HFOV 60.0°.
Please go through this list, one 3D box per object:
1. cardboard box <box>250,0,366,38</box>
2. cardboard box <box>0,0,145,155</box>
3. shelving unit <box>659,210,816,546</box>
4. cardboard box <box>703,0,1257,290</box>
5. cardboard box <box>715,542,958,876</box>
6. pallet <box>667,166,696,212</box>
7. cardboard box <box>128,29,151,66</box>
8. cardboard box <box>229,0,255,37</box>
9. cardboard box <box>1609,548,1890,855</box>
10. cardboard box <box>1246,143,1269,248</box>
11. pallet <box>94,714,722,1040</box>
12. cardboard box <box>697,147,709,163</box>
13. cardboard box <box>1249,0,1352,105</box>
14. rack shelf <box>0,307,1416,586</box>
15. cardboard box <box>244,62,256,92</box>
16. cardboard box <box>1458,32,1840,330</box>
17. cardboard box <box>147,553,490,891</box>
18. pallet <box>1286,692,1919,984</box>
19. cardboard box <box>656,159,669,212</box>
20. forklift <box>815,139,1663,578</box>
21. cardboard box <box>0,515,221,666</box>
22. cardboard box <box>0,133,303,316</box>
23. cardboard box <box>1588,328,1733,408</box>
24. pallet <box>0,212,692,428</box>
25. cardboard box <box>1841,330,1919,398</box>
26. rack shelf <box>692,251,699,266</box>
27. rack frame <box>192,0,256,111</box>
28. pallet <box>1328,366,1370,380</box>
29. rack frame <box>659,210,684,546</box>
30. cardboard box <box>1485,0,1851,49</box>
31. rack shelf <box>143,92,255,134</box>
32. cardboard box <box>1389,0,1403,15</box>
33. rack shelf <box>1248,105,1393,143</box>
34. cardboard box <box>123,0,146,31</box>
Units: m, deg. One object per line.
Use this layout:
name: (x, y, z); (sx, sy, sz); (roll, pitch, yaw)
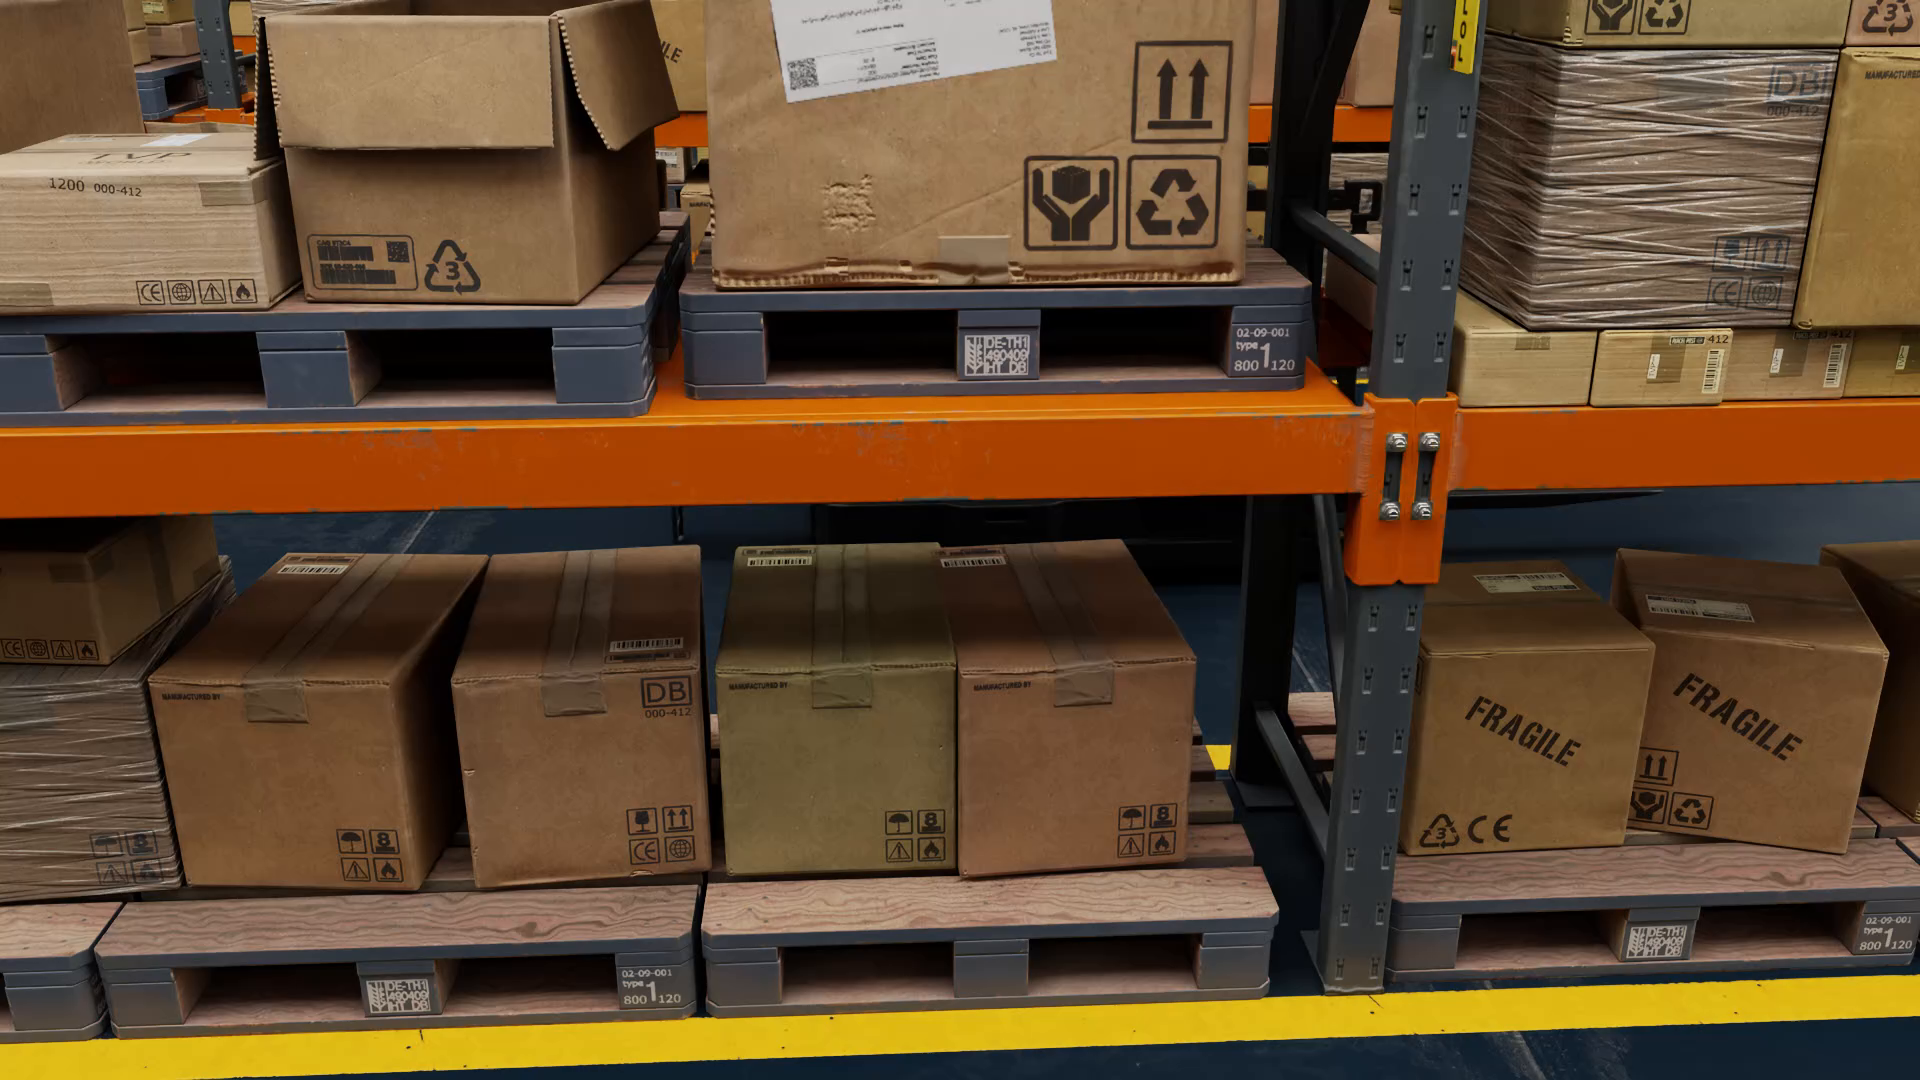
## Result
cardboard box: (-2.896, -2.247, 7.666); (0.500, 0.500, 0.500); (-1, 21, -2)
cardboard box: (-2.089, -0.838, 3.376); (0.500, 0.500, 0.700); (2, 21, 5)
shelving unit: (-0.777, -0.539, 5.850); (0.503, 1.200, 0.258); (-2, 21, -4)
cardboard box: (0.014, -1.114, 3.399); (1.000, 1.000, 1.000); (-1, 21, -3)
cardboard box: (-0.276, 0.366, 3.838); (0.500, 0.500, 0.700); (-1, 21, -3)
pallet: (-1.748, -2.779, 13.124); (1.213, 0.211, 1.003); (-1, 21, -3)
cardboard box: (-3.826, -2.193, 7.427); (0.250, 0.149, 0.380); (-1, 21, -2)
cardboard box: (-5.246, -3.850, 12.229); (0.500, 0.250, 0.500); (-1, 21, -4)
cardboard box: (1.789, 0.359, 3.884); (0.500, 0.500, 0.500); (5, 22, 14)
cardboard box: (1.265, -1.559, 8.397); (0.875, 0.875, 0.875); (-1, 21, -2)
pallet: (-1.182, 0.741, 3.878); (1.213, 0.211, 1.003); (-1, 21, -3)
cardboard box: (-1.685, -3.051, 13.021); (0.625, 0.372, 0.950); (0, 21, -1)
cardboard box: (1.549, -2.469, 8.180); (0.550, 0.550, 0.875); (-1, 21, -3)
rack shelf: (-1.181, -0.227, 3.514); (4.000, 0.370, 1.077); (-1, 21, -3)
cardboard box: (-5.329, -3.245, 12.826); (0.875, 0.875, 0.875); (-1, 21, -2)
cardboard box: (1.268, -0.777, 3.388); (0.500, 0.500, 0.875); (-1, 21, -3)
cardboard box: (-1.391, 0.389, 3.778); (0.500, 0.500, 0.700); (1, 21, 1)
pallet: (1.484, 0.673, 4.057); (1.213, 0.211, 1.003); (-1, 21, -3)
cardboard box: (-1.874, -1.431, 8.236); (0.750, 0.750, 1.050); (-1, 21, -2)
forklift: (0.988, -1.415, 5.718); (3.031, 2.935, 1.130); (-2, 21, -4)
cardboard box: (-1.982, 0.051, 3.613); (0.500, 0.250, 0.500); (1, 21, 3)
cardboard box: (-1.491, -0.601, 3.106); (0.500, 0.250, 0.500); (-2, 21, -5)
cardboard box: (1.298, -0.385, 3.269); (0.250, 0.149, 0.380); (-1, 21, -3)
pallet: (-1.204, -0.488, 3.457); (1.213, 0.211, 1.003); (-1, 21, -3)
cardboard box: (1.795, -0.408, 3.330); (0.250, 0.149, 0.380); (-1, 21, -3)
rack shelf: (-0.777, -0.906, 5.711); (0.480, 0.148, 0.258); (-2, 21, -4)
rack frame: (-3.360, -2.287, 7.912); (0.127, 3.000, 1.000); (-1, 21, -3)
pallet: (1.397, -1.053, 8.589); (1.213, 0.211, 1.003); (-1, 21, -3)
rack frame: (-1.020, -0.532, 5.833); (0.015, 1.200, 0.240); (-2, 21, -4)
cardboard box: (1.279, -1.176, 3.030); (0.500, 0.500, 0.500); (-1, 21, -3)
rack shelf: (-5.357, -1.910, 7.933); (4.000, 0.370, 1.077); (-1, 21, -3)
cardboard box: (1.249, -1.364, 3.524); (0.500, 0.500, 0.500); (-1, 21, -3)
rack shelf: (2.630, -2.073, 8.360); (4.000, 0.370, 1.077); (-1, 21, -3)
cardboard box: (-3.827, -2.333, 7.378); (0.250, 0.149, 0.380); (-1, 21, -2)
